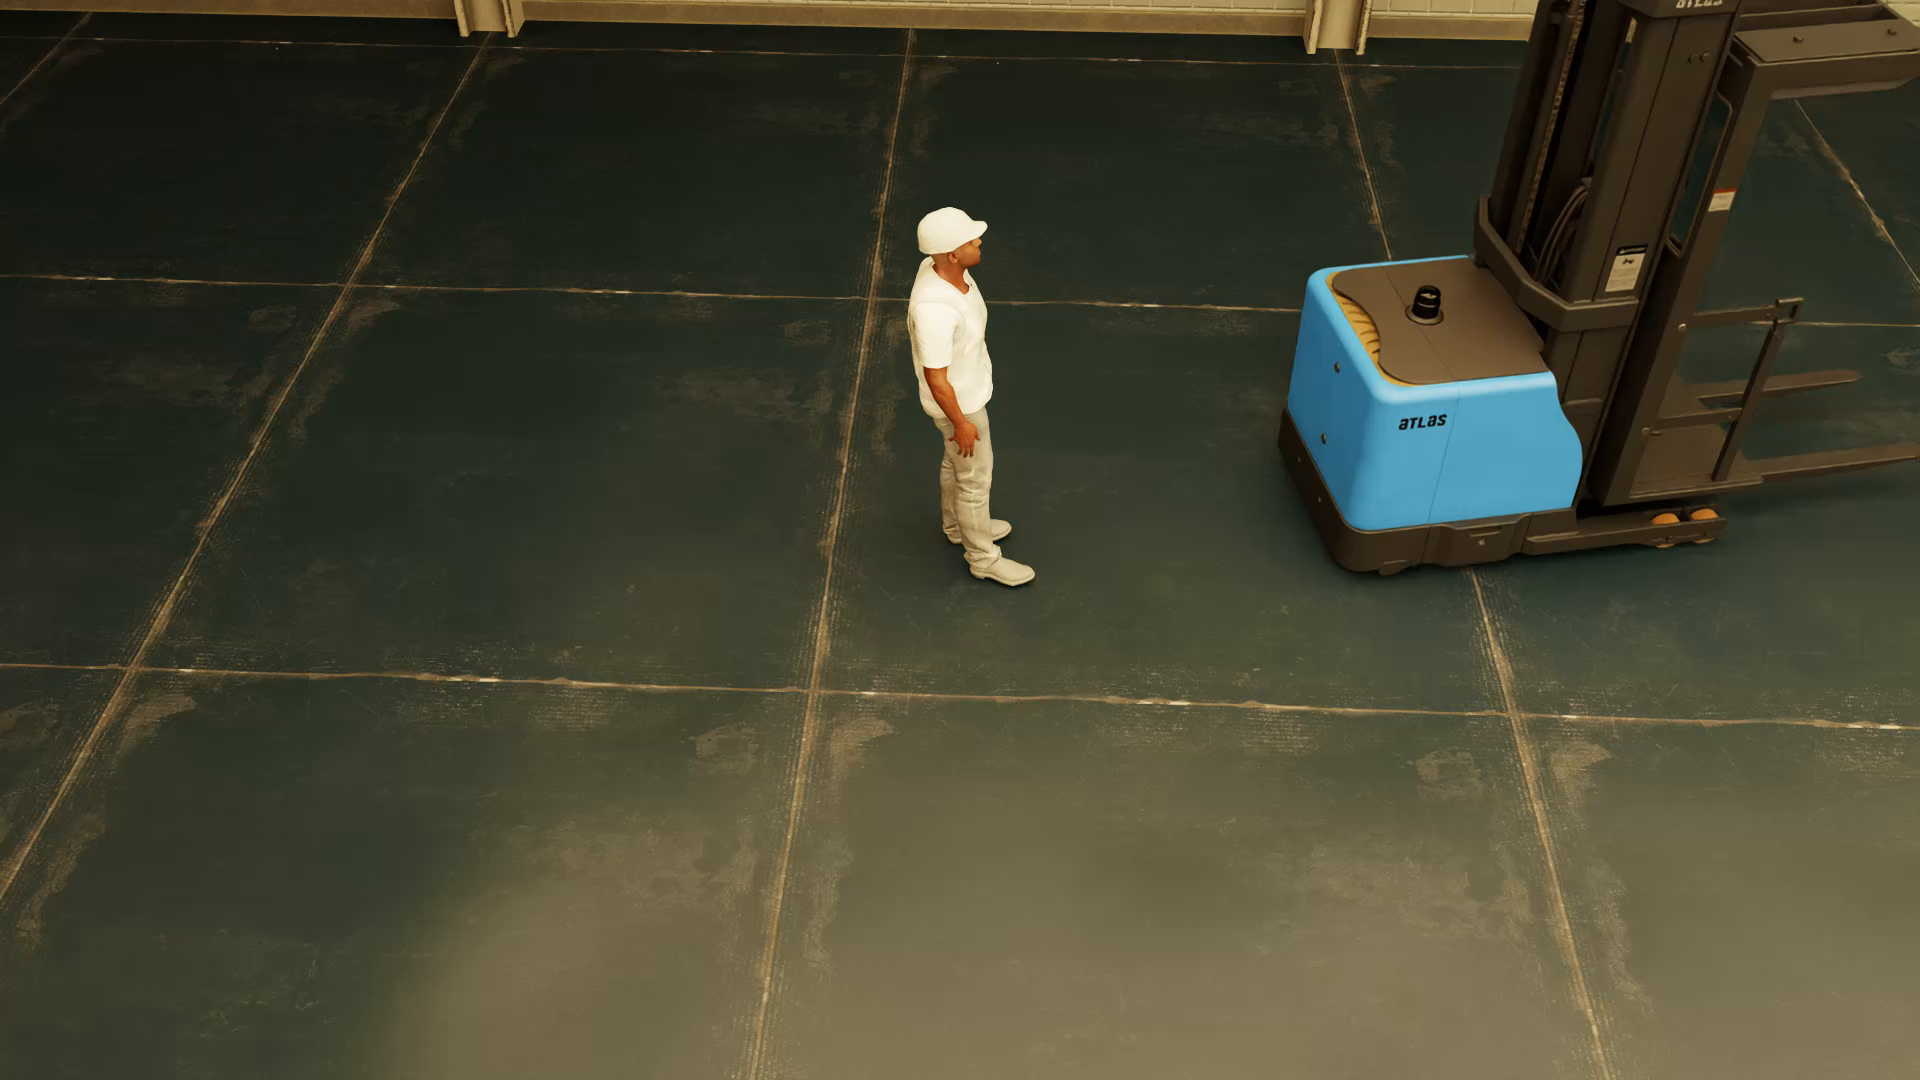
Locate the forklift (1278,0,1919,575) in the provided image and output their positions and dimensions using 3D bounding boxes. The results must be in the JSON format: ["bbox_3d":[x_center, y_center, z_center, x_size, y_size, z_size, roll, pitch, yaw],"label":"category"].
[{"bbox_3d":[3.159,-1.393,7.268,3.031,2.935,1.130,-7,43,-7],"label":"forklift"}]

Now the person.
[{"bbox_3d":[0.070,-0.652,7.310,0.575,1.768,0.666,2,42,2],"label":"person"}]
